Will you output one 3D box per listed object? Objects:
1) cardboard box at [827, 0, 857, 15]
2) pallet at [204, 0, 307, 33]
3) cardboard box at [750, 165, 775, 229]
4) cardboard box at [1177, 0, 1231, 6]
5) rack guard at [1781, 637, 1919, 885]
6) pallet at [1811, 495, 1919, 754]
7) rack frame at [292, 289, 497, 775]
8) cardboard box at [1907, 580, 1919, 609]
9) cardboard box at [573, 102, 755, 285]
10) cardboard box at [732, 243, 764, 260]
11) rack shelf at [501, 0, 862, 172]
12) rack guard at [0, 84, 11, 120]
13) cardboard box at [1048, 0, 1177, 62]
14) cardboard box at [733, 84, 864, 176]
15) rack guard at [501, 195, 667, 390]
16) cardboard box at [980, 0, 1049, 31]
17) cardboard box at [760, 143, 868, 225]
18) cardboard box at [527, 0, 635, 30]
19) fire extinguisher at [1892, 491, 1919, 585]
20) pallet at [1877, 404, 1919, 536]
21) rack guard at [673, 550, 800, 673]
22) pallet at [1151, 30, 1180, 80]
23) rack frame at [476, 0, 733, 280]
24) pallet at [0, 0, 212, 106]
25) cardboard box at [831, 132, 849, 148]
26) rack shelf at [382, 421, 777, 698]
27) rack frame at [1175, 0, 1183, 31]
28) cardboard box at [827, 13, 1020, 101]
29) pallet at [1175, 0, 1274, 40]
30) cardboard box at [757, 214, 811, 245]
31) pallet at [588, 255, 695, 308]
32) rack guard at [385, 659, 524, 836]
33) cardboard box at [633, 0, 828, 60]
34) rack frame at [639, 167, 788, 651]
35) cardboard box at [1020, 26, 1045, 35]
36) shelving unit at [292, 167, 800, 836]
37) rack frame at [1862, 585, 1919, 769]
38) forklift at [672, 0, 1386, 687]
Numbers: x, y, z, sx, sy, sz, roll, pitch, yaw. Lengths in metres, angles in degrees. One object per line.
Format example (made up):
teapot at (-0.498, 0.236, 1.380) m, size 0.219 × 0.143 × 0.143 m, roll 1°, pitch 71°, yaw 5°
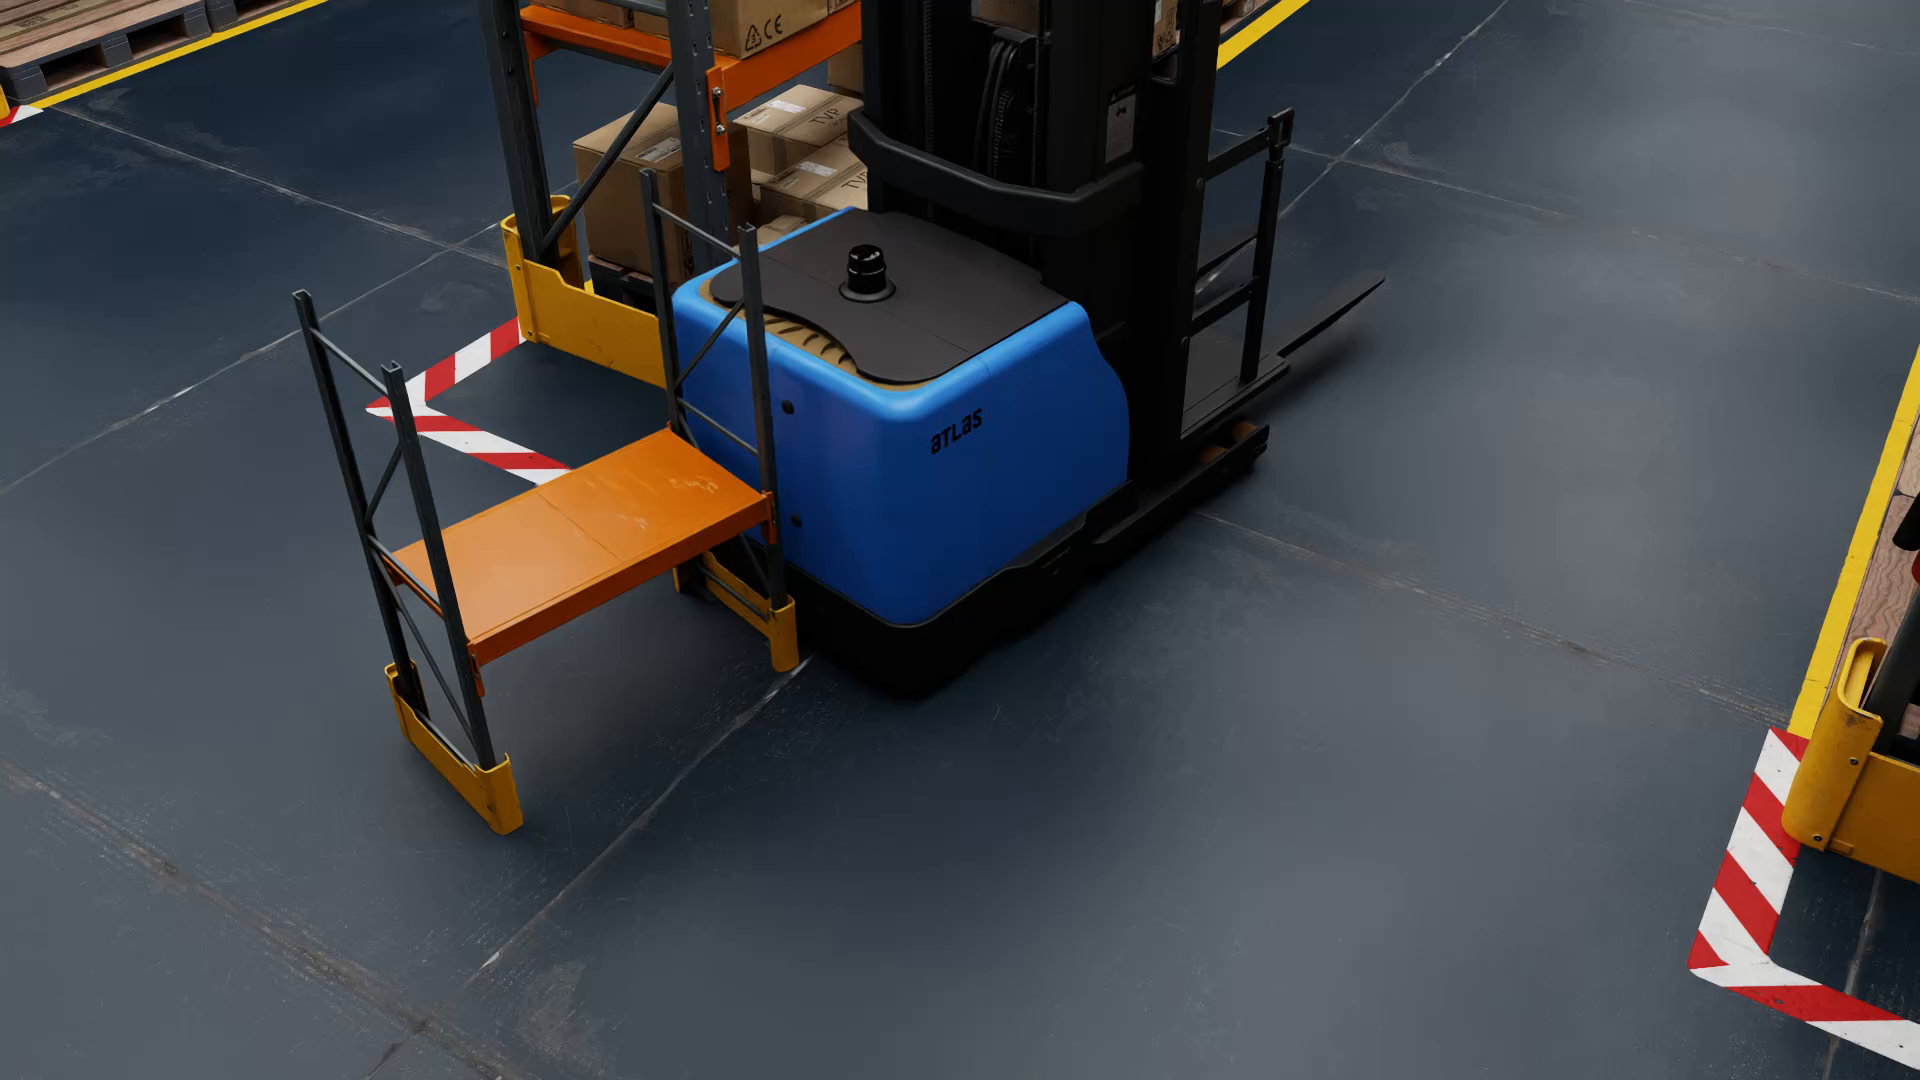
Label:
cardboard box at (-0.556, -2.340, 6.247) m, size 0.500 × 0.500 × 0.500 m, roll 21°, pitch 42°, yaw 25°
pallet at (-4.340, -3.447, 10.048) m, size 1.003 × 0.211 × 1.213 m, roll 21°, pitch 42°, yaw 25°
cardboard box at (-0.912, -1.483, 7.177) m, size 0.380 × 0.166 × 0.250 m, roll 21°, pitch 42°, yaw 25°
cardboard box at (1.319, -3.306, 9.269) m, size 0.500 × 0.500 × 0.500 m, roll 19°, pitch 42°, yaw 23°
rack guard at (2.883, 0.731, 4.393) m, size 1.175 × 0.500 × 0.348 m, roll 21°, pitch 42°, yaw 25°
pallet at (3.258, 0.395, 5.065) m, size 1.003 × 0.211 × 1.213 m, roll 21°, pitch 42°, yaw 25°
rack frame at (-1.458, 0.094, 4.400) m, size 0.032 × 1.500 × 0.500 m, roll -30°, pitch 46°, yaw -33°
cardboard box at (3.187, 0.158, 4.791) m, size 0.700 × 0.500 × 0.500 m, roll 21°, pitch 42°, yaw 25°
cardboard box at (-1.205, -1.435, 6.842) m, size 0.500 × 0.500 × 0.500 m, roll 21°, pitch 42°, yaw 25°
cardboard box at (-0.774, -1.039, 6.615) m, size 0.380 × 0.149 × 0.250 m, roll 21°, pitch 42°, yaw 25°
rack shelf at (-0.217, -2.636, 7.302) m, size 1.077 × 0.370 × 4.000 m, roll 21°, pitch 42°, yaw 25°
rack guard at (-5.471, -2.506, 8.591) m, size 1.175 × 0.500 × 0.348 m, roll 21°, pitch 42°, yaw 25°
cardboard box at (0.789, -2.750, 8.548) m, size 0.500 × 0.500 × 0.500 m, roll 21°, pitch 42°, yaw 25°
cardboard box at (-0.671, -1.816, 7.541) m, size 0.500 × 0.250 × 0.500 m, roll 21°, pitch 42°, yaw 25°
rack guard at (-1.248, -0.939, 6.559) m, size 1.175 × 0.500 × 0.348 m, roll 21°, pitch 42°, yaw 25°
cardboard box at (0.447, -2.916, 8.918) m, size 0.500 × 0.311 × 0.500 m, roll 21°, pitch 42°, yaw 25°
cardboard box at (-0.490, -1.421, 7.028) m, size 0.500 × 0.250 × 0.500 m, roll 21°, pitch 42°, yaw 25°
cardboard box at (-1.279, -2.250, 6.130) m, size 0.500 × 0.500 × 0.500 m, roll 23°, pitch 43°, yaw 26°
fire extinguisher at (2.426, -0.167, 3.878) m, size 0.296 × 0.674 × 0.183 m, roll 21°, pitch 42°, yaw 25°
pallet at (3.913, -0.232, 5.878) m, size 1.003 × 0.211 × 1.213 m, roll 21°, pitch 42°, yaw 25°
rack guard at (-0.727, 0.175, 5.319) m, size 0.087 × 0.250 × 0.587 m, roll -30°, pitch 46°, yaw -33°
pallet at (0.486, -2.494, 8.813) m, size 1.003 × 0.211 × 1.213 m, roll 21°, pitch 42°, yaw 25°
rack frame at (-1.289, -1.890, 5.745) m, size 1.000 × 3.000 × 0.127 m, roll 21°, pitch 42°, yaw 25°
pallet at (-4.995, -2.820, 9.236) m, size 1.003 × 0.211 × 1.213 m, roll 21°, pitch 42°, yaw 25°
cardboard box at (-0.222, -1.678, 7.362) m, size 0.500 × 0.250 × 0.500 m, roll 21°, pitch 42°, yaw 25°
rack shelf at (-1.086, 0.025, 4.784) m, size 1.000 × 0.185 × 0.538 m, roll -30°, pitch 46°, yaw -33°
rack frame at (0.854, -3.952, 8.420) m, size 1.000 × 3.000 × 0.127 m, roll 21°, pitch 42°, yaw 25°
cardboard box at (-0.148, -2.168, 7.789) m, size 0.797 × 0.503 × 0.637 m, roll 21°, pitch 42°, yaw 25°
pallet at (1.258, -3.280, 9.831) m, size 1.003 × 0.211 × 1.213 m, roll 21°, pitch 42°, yaw 25°
cardboard box at (-0.640, -1.175, 6.777) m, size 0.380 × 0.166 × 0.250 m, roll 21°, pitch 42°, yaw 25°
pallet at (-0.822, -1.236, 7.181) m, size 1.003 × 0.211 × 1.213 m, roll 21°, pitch 42°, yaw 25°
rack guard at (-1.457, 0.588, 4.782) m, size 0.087 × 0.250 × 0.587 m, roll -30°, pitch 46°, yaw -33°
cardboard box at (-0.828, -2.072, 5.899) m, size 0.500 × 0.500 × 0.500 m, roll 22°, pitch 43°, yaw 26°
rack frame at (-0.713, -0.328, 4.948) m, size 0.032 × 1.500 × 0.500 m, roll -30°, pitch 46°, yaw -33°
cardboard box at (0.387, -2.288, 8.104) m, size 0.500 × 0.311 × 0.500 m, roll 21°, pitch 42°, yaw 25°
shelving unit at (-1.092, -0.114, 4.669) m, size 1.083 × 1.500 × 0.587 m, roll -30°, pitch 46°, yaw -33°
rack frame at (2.896, -0.272, 3.646) m, size 1.000 × 3.000 × 0.127 m, roll 21°, pitch 42°, yaw 25°
forklift at (0.479, -1.527, 5.331) m, size 1.130 × 2.935 × 3.031 m, roll 29°, pitch 46°, yaw 32°
